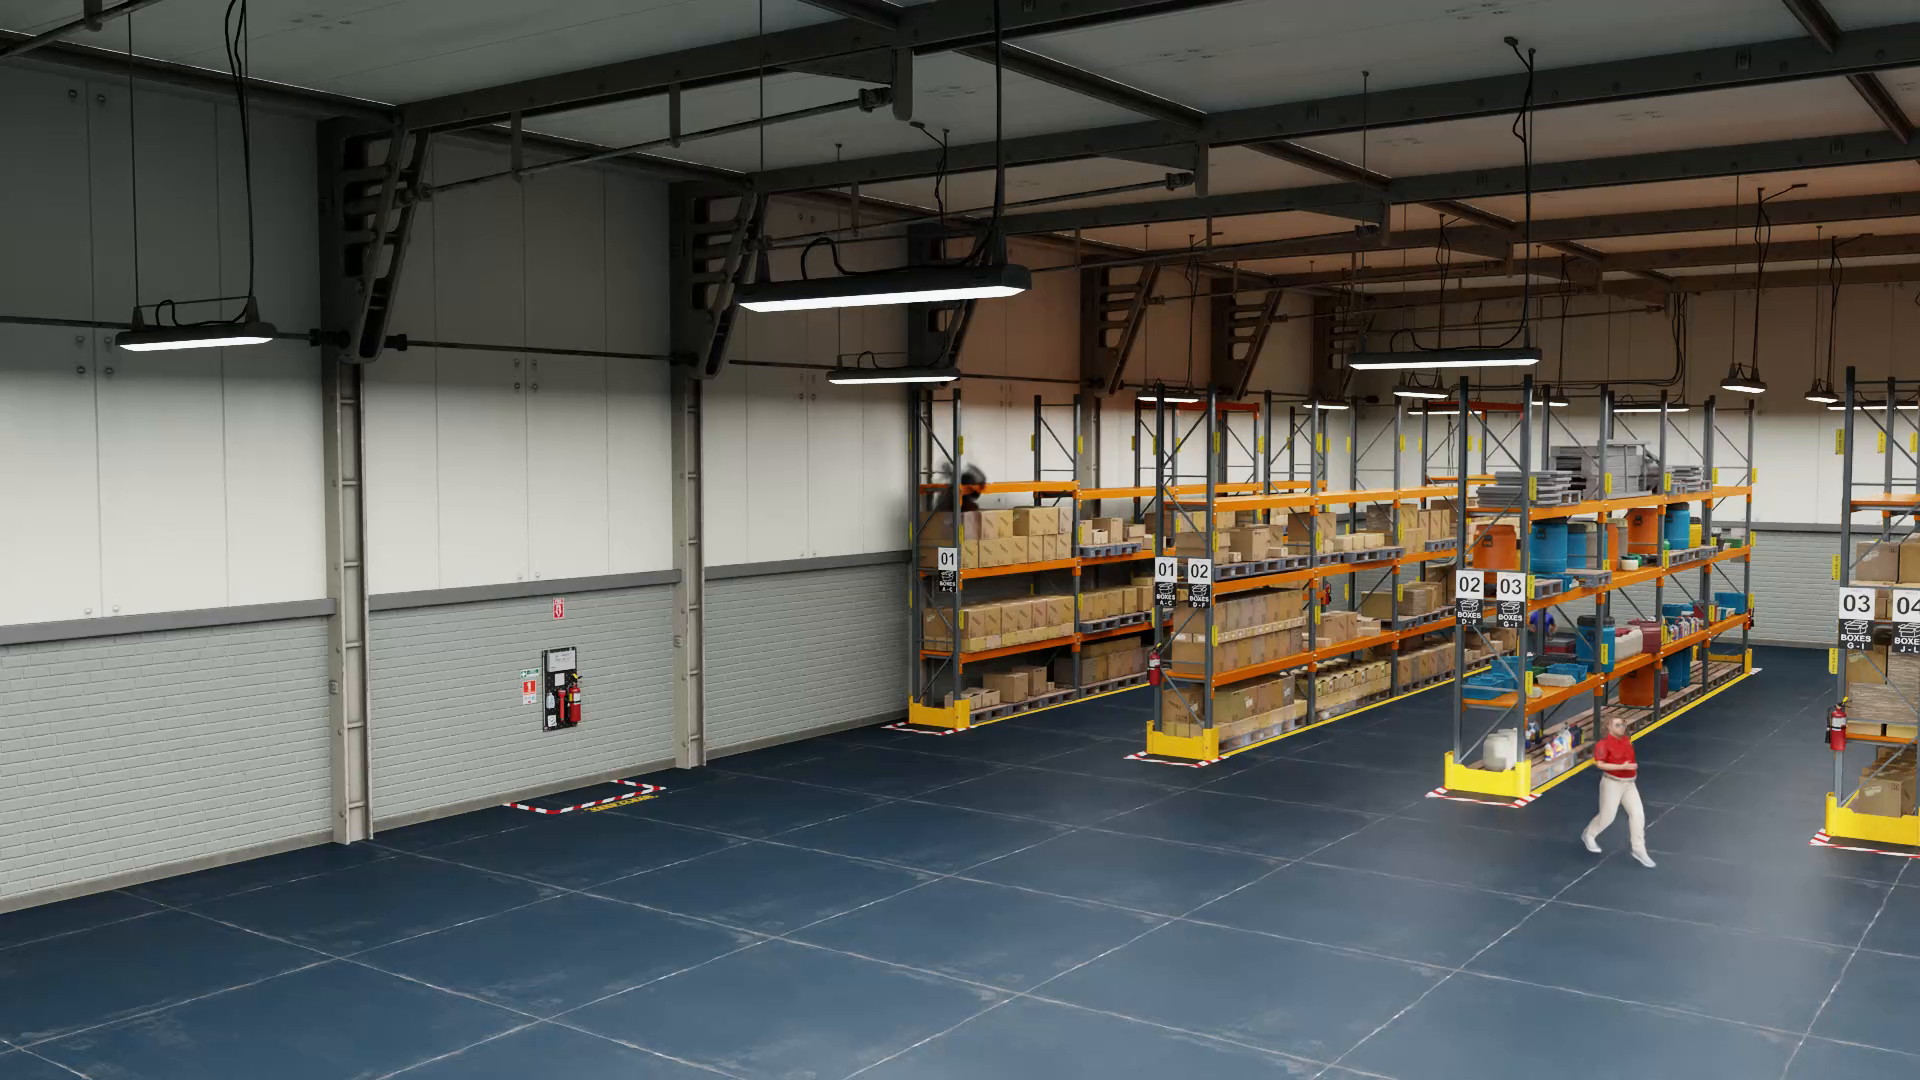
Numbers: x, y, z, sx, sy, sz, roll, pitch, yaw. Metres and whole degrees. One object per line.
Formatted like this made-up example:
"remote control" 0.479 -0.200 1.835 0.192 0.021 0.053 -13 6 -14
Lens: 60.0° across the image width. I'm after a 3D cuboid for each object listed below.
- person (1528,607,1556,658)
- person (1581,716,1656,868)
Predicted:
"person" 12.515 2.151 35.822 0.574 1.658 0.793 1 4 24
"person" 7.951 2.997 20.052 0.669 1.740 0.977 -1 3 -21
